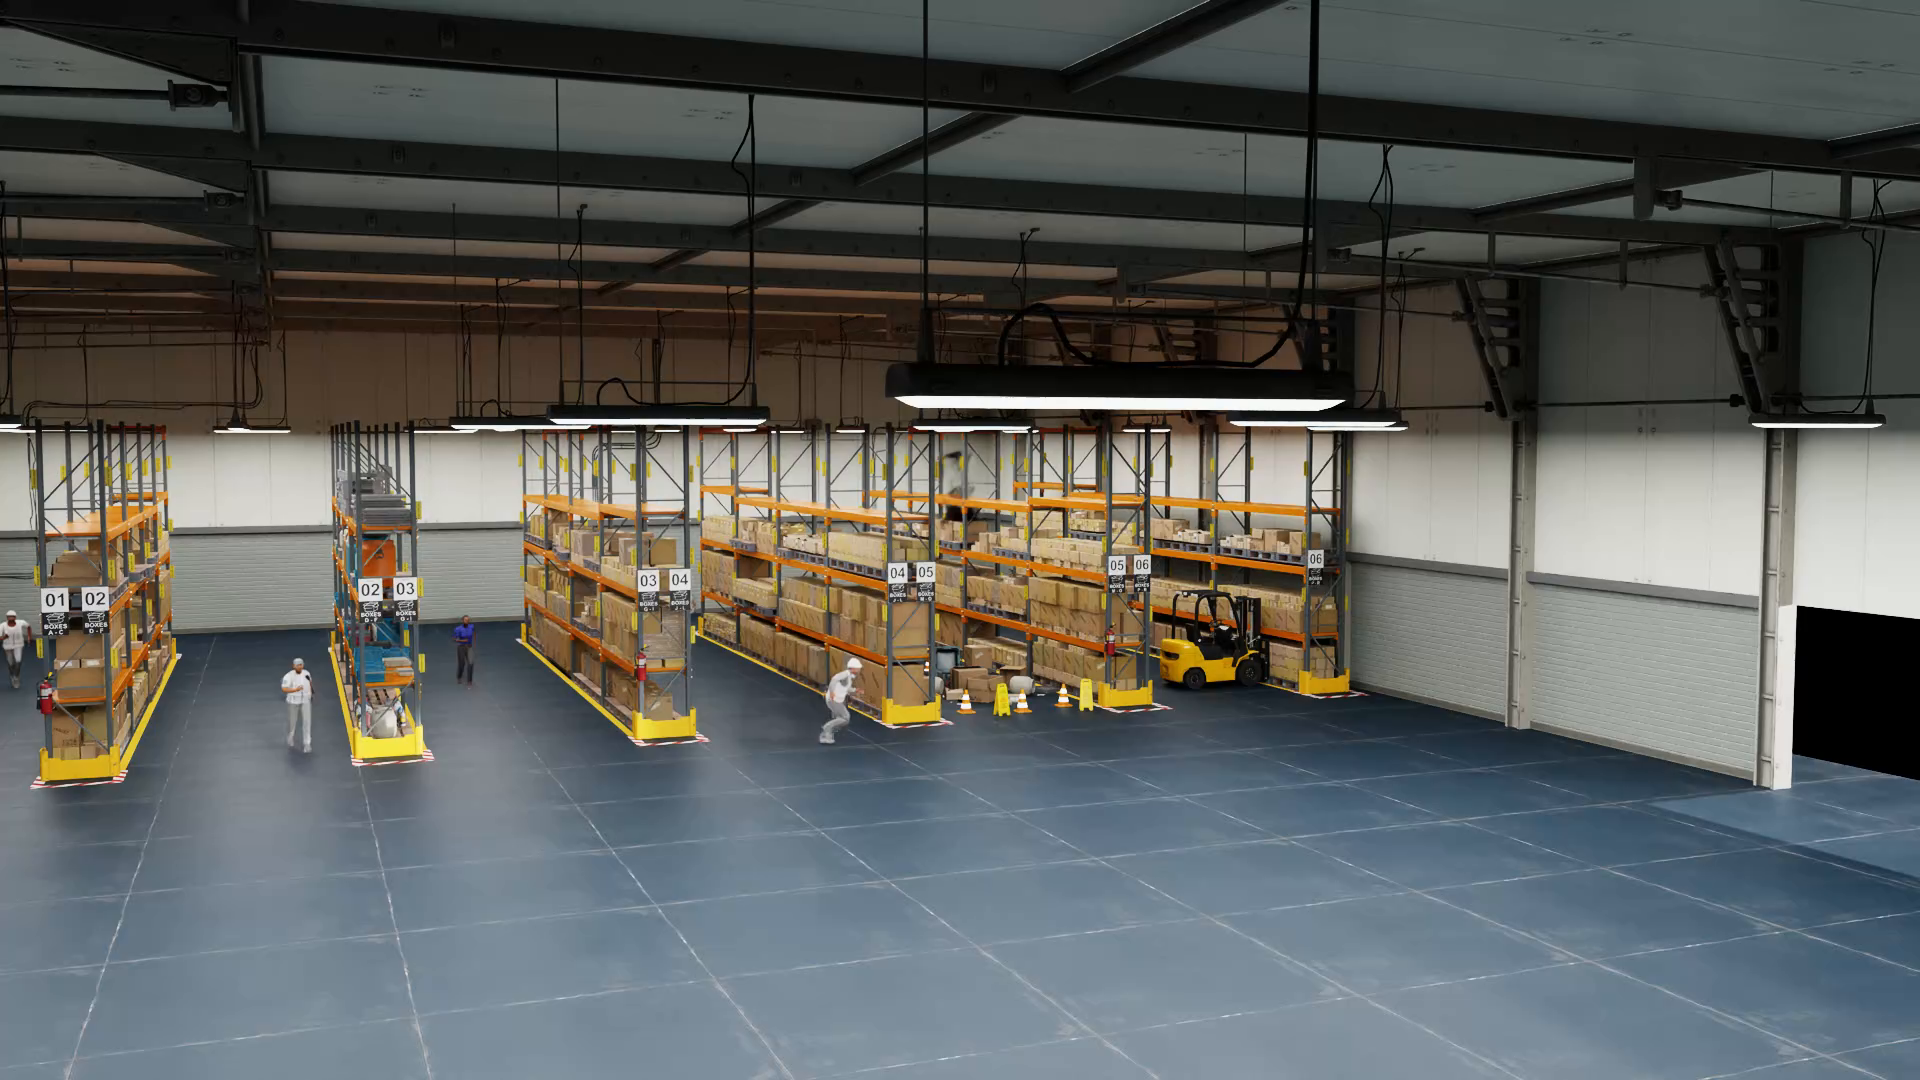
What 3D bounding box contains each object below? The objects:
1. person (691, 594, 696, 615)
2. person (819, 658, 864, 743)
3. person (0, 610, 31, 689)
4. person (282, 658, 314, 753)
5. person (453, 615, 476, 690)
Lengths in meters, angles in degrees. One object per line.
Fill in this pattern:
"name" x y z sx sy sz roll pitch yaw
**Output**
"person" -7.432 2.051 44.868 0.668 1.747 0.621 -1 4 -20
"person" -2.212 2.996 30.863 0.856 1.598 0.684 0 4 5
"person" -21.583 2.482 37.914 0.727 1.793 0.840 -2 4 -31
"person" -12.055 2.980 30.274 0.590 1.687 0.909 -3 4 -36
"person" -11.291 2.539 37.891 0.599 1.693 0.918 -3 4 -36
